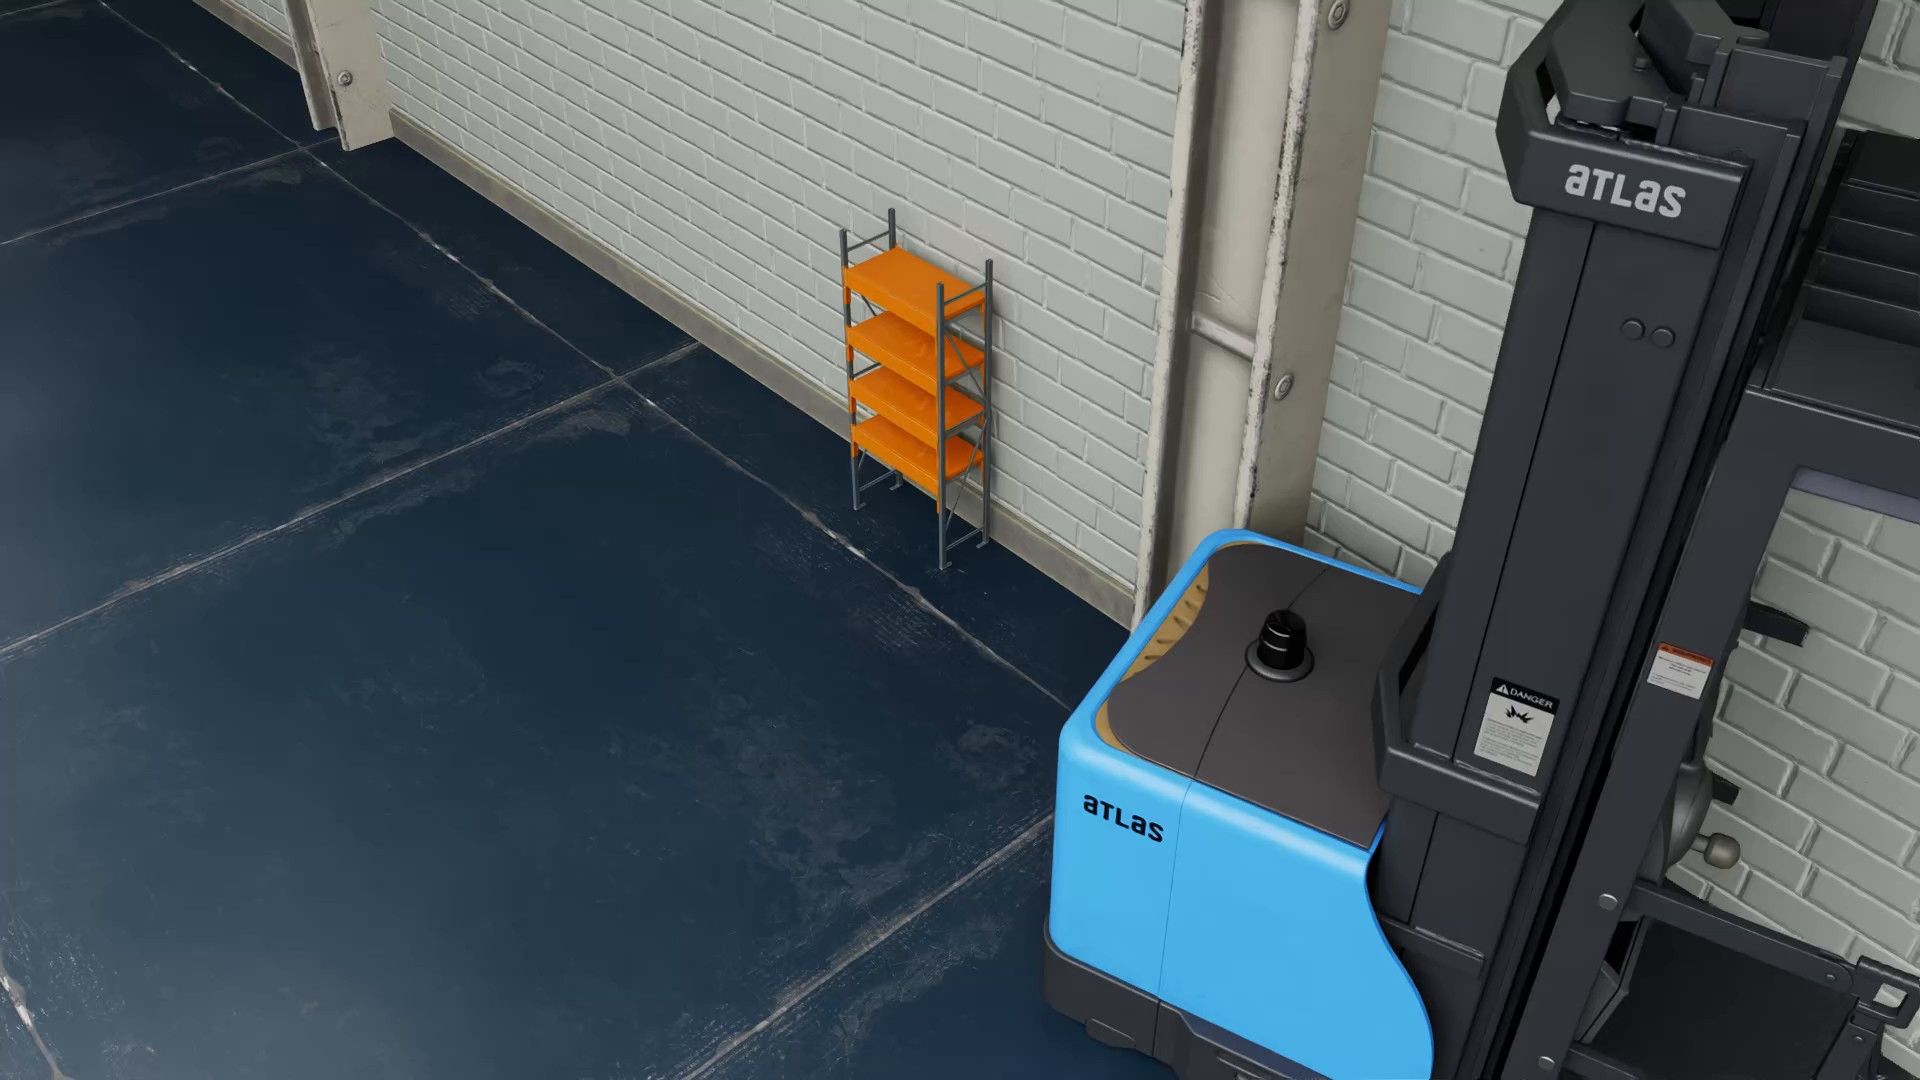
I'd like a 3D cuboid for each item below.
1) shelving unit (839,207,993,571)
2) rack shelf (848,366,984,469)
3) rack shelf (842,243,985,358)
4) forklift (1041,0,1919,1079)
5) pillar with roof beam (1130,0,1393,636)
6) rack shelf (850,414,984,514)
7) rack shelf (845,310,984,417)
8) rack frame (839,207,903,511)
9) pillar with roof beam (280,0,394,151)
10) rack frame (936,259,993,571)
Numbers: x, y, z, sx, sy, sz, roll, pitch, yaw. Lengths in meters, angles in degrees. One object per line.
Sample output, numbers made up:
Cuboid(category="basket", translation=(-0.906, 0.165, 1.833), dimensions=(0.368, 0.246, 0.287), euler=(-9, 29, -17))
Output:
Cuboid(category="shelving unit", translation=(-0.150, -0.521, 5.939), dimensions=(0.258, 1.200, 0.503), euler=(-30, 48, -32))
Cuboid(category="rack shelf", translation=(-0.150, -0.468, 5.982), dimensions=(0.258, 0.148, 0.480), euler=(-30, 48, -32))
Cuboid(category="rack shelf", translation=(-0.150, -0.826, 5.692), dimensions=(0.258, 0.148, 0.480), euler=(-30, 48, -32))
Cuboid(category="forklift", translation=(1.756, 0.369, 3.460), dimensions=(3.031, 2.935, 1.130), euler=(20, 43, 23))
Cuboid(category="pillar with roof beam", translation=(-2.375, -1.107, 0.459), dimensions=(9.100, 9.000, 0.400), euler=(-30, 48, -32))
Cuboid(category="rack shelf", translation=(-0.150, -0.314, 6.106), dimensions=(0.258, 0.148, 0.480), euler=(-30, 48, -32))
Cuboid(category="rack shelf", translation=(-0.150, -0.642, 5.841), dimensions=(0.258, 0.148, 0.480), euler=(-30, 48, -32))
Cuboid(category="rack frame", translation=(-0.317, -0.633, 6.078), dimensions=(0.240, 1.200, 0.015), euler=(-30, 48, -32))
Cuboid(category="pillar with roof beam", translation=(-6.433, -3.884, 3.897), dimensions=(9.100, 9.000, 0.400), euler=(-30, 48, -32))
Cuboid(category="rack frame", translation=(0.017, -0.409, 5.801), dimensions=(0.240, 1.200, 0.015), euler=(-30, 48, -32))
